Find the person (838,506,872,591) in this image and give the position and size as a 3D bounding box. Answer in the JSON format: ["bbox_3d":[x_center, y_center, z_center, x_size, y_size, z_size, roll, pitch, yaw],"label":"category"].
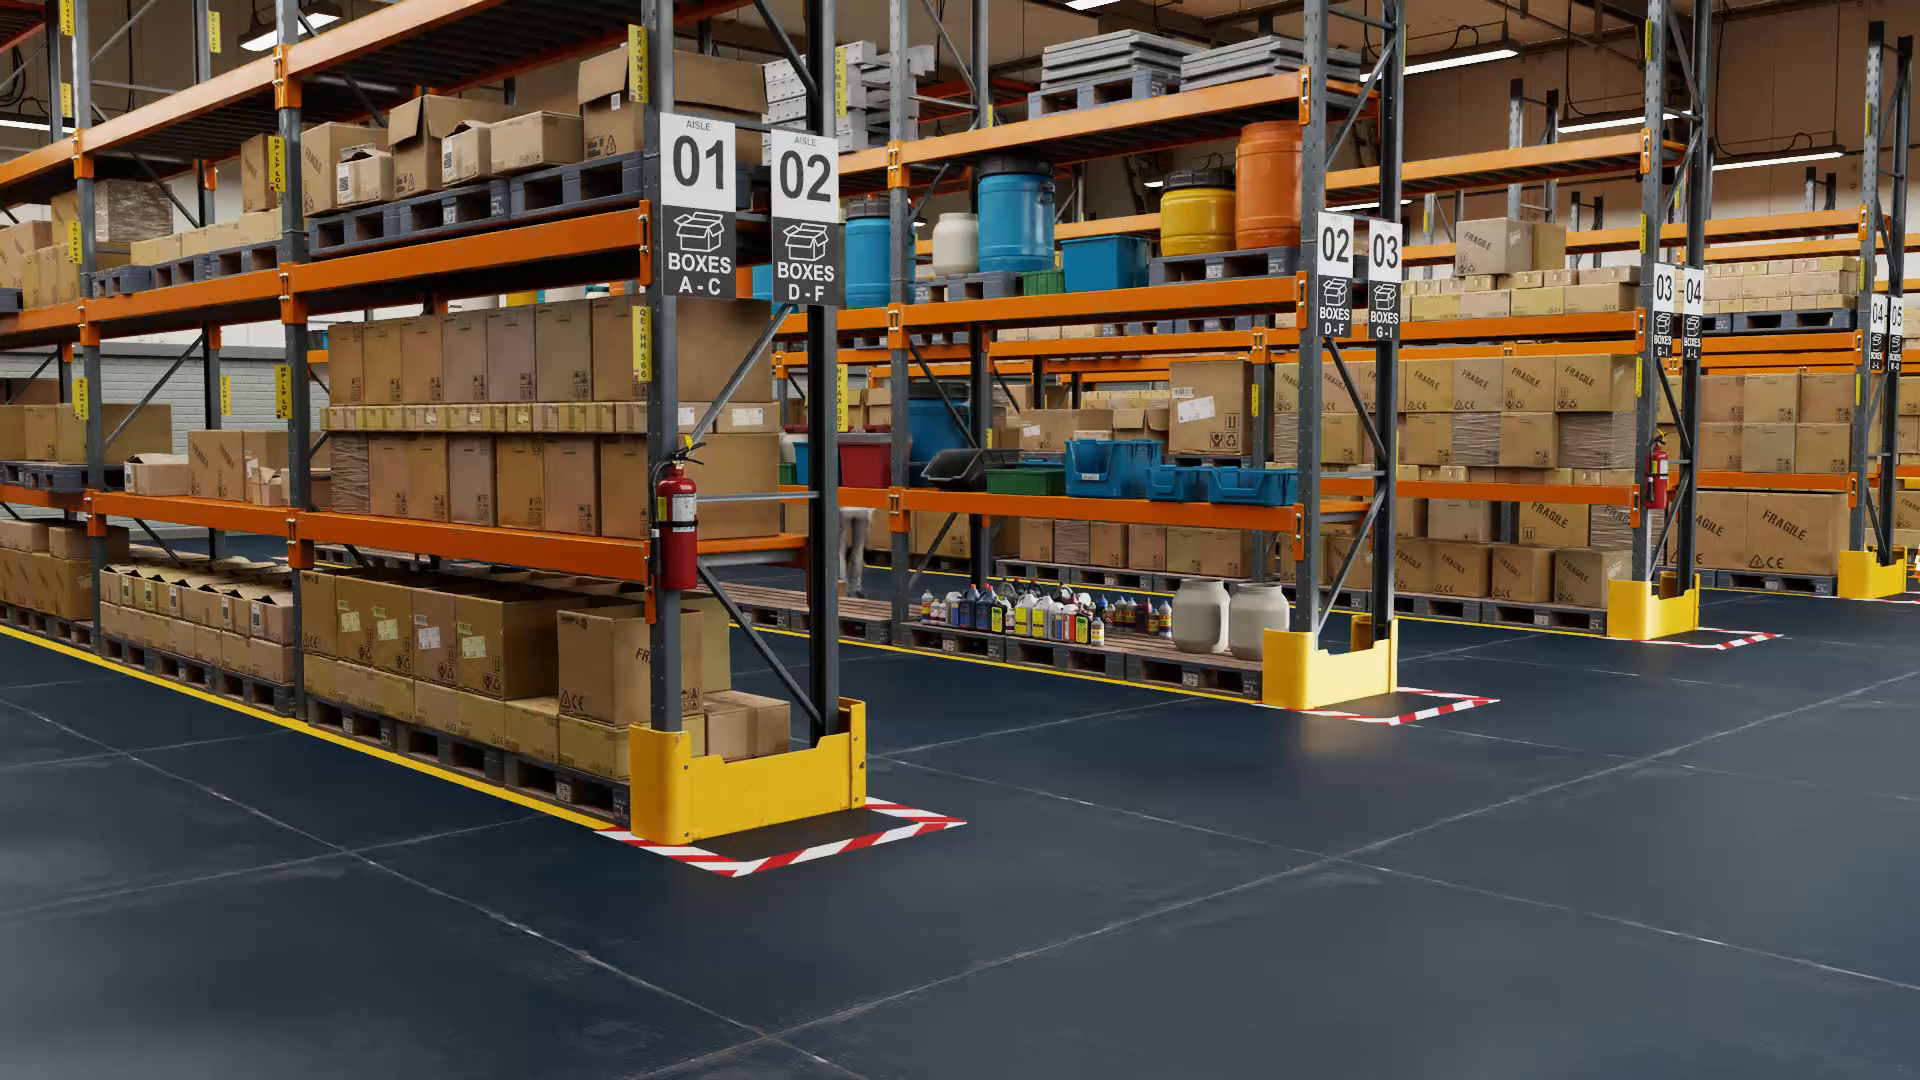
[{"bbox_3d":[-1.181,-0.263,18.119,0.488,1.710,0.778,0,4,-7],"label":"person"}]
